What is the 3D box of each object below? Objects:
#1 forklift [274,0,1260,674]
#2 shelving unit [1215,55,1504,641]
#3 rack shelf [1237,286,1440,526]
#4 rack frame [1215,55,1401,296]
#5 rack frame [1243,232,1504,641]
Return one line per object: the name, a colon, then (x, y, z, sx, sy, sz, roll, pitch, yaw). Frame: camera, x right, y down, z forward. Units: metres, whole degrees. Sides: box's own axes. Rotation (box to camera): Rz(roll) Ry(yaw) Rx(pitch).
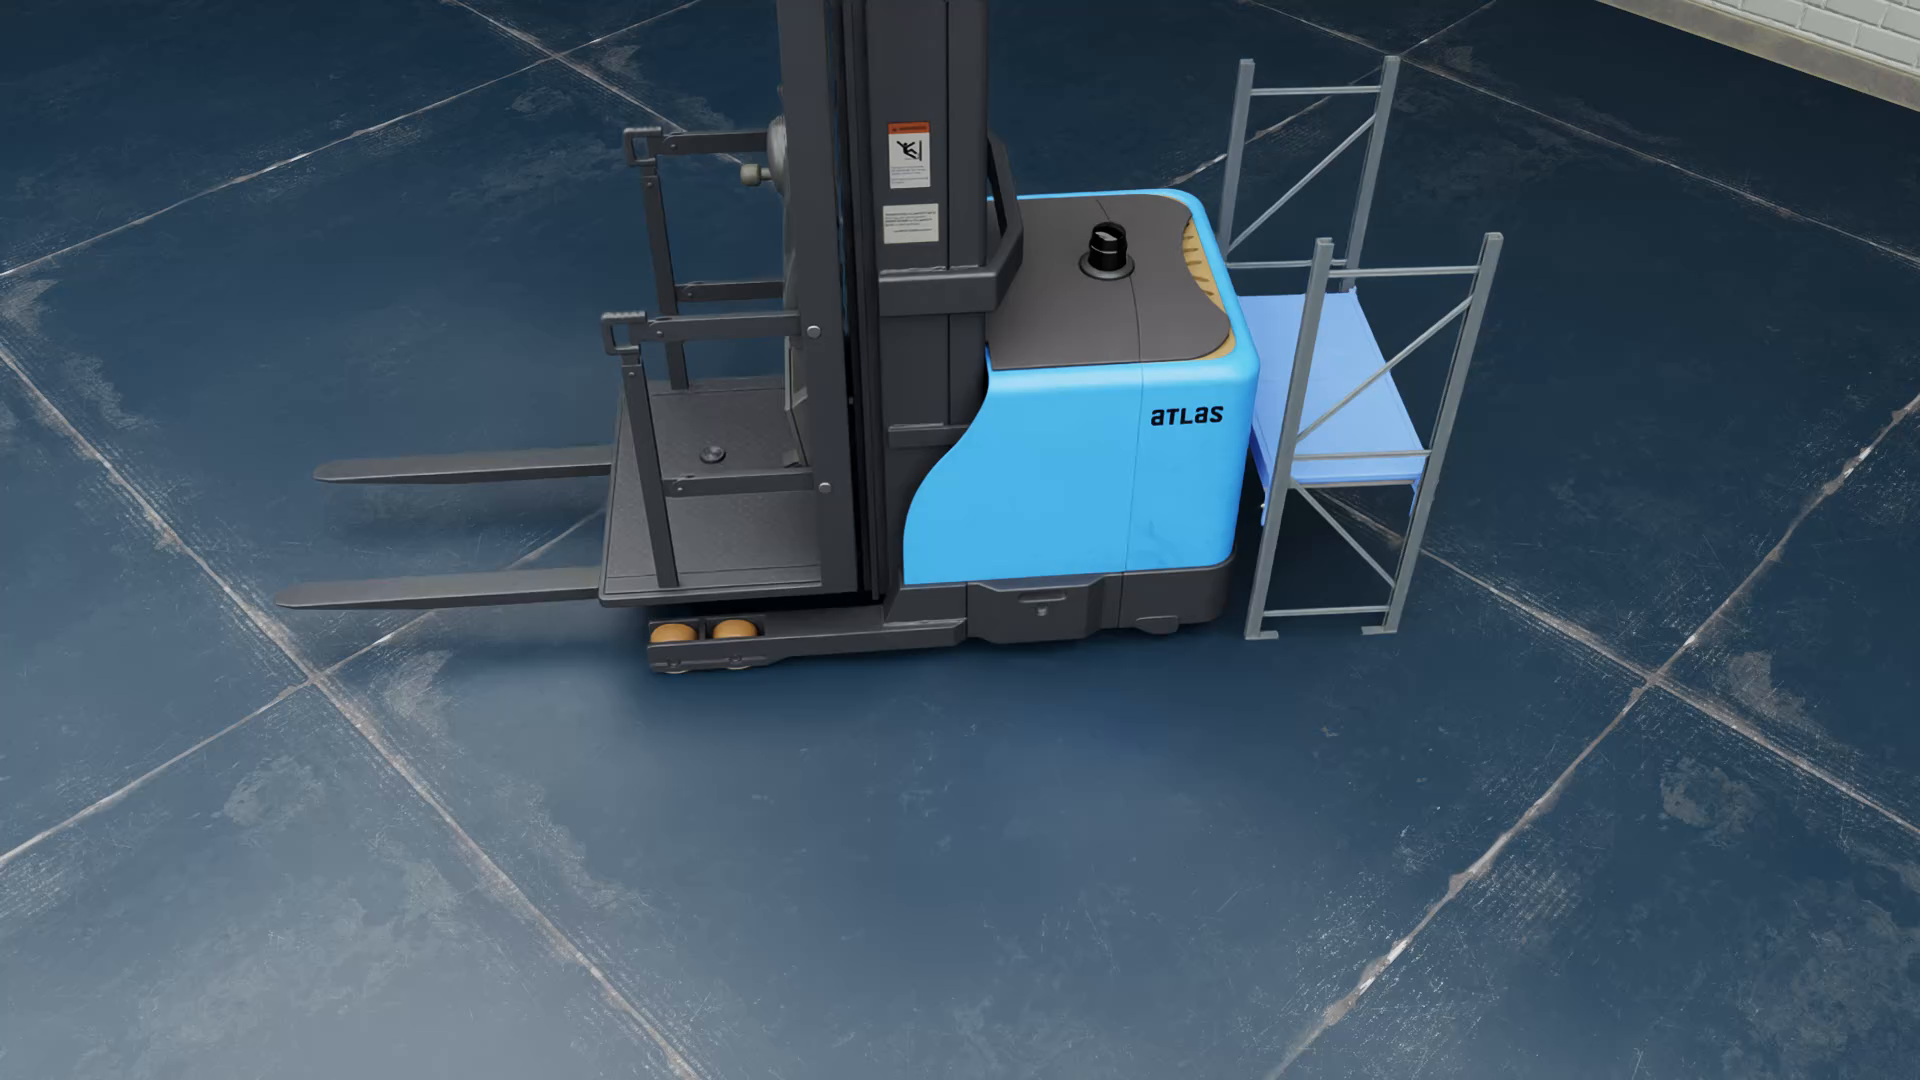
forklift: (-0.669, -1.028, 4.703, 3.031, 2.935, 1.130, -3, 43, -4)
shelving unit: (1.144, -0.591, 5.280, 0.538, 1.500, 1.048, -2, 43, -4)
rack shelf: (1.141, -0.458, 5.402, 0.538, 0.185, 1.000, -2, 43, -4)
rack frame: (1.105, -0.935, 5.652, 0.500, 1.500, 0.032, -2, 43, -4)
rack frame: (1.182, -0.247, 4.907, 0.500, 1.500, 0.032, -2, 43, -4)
